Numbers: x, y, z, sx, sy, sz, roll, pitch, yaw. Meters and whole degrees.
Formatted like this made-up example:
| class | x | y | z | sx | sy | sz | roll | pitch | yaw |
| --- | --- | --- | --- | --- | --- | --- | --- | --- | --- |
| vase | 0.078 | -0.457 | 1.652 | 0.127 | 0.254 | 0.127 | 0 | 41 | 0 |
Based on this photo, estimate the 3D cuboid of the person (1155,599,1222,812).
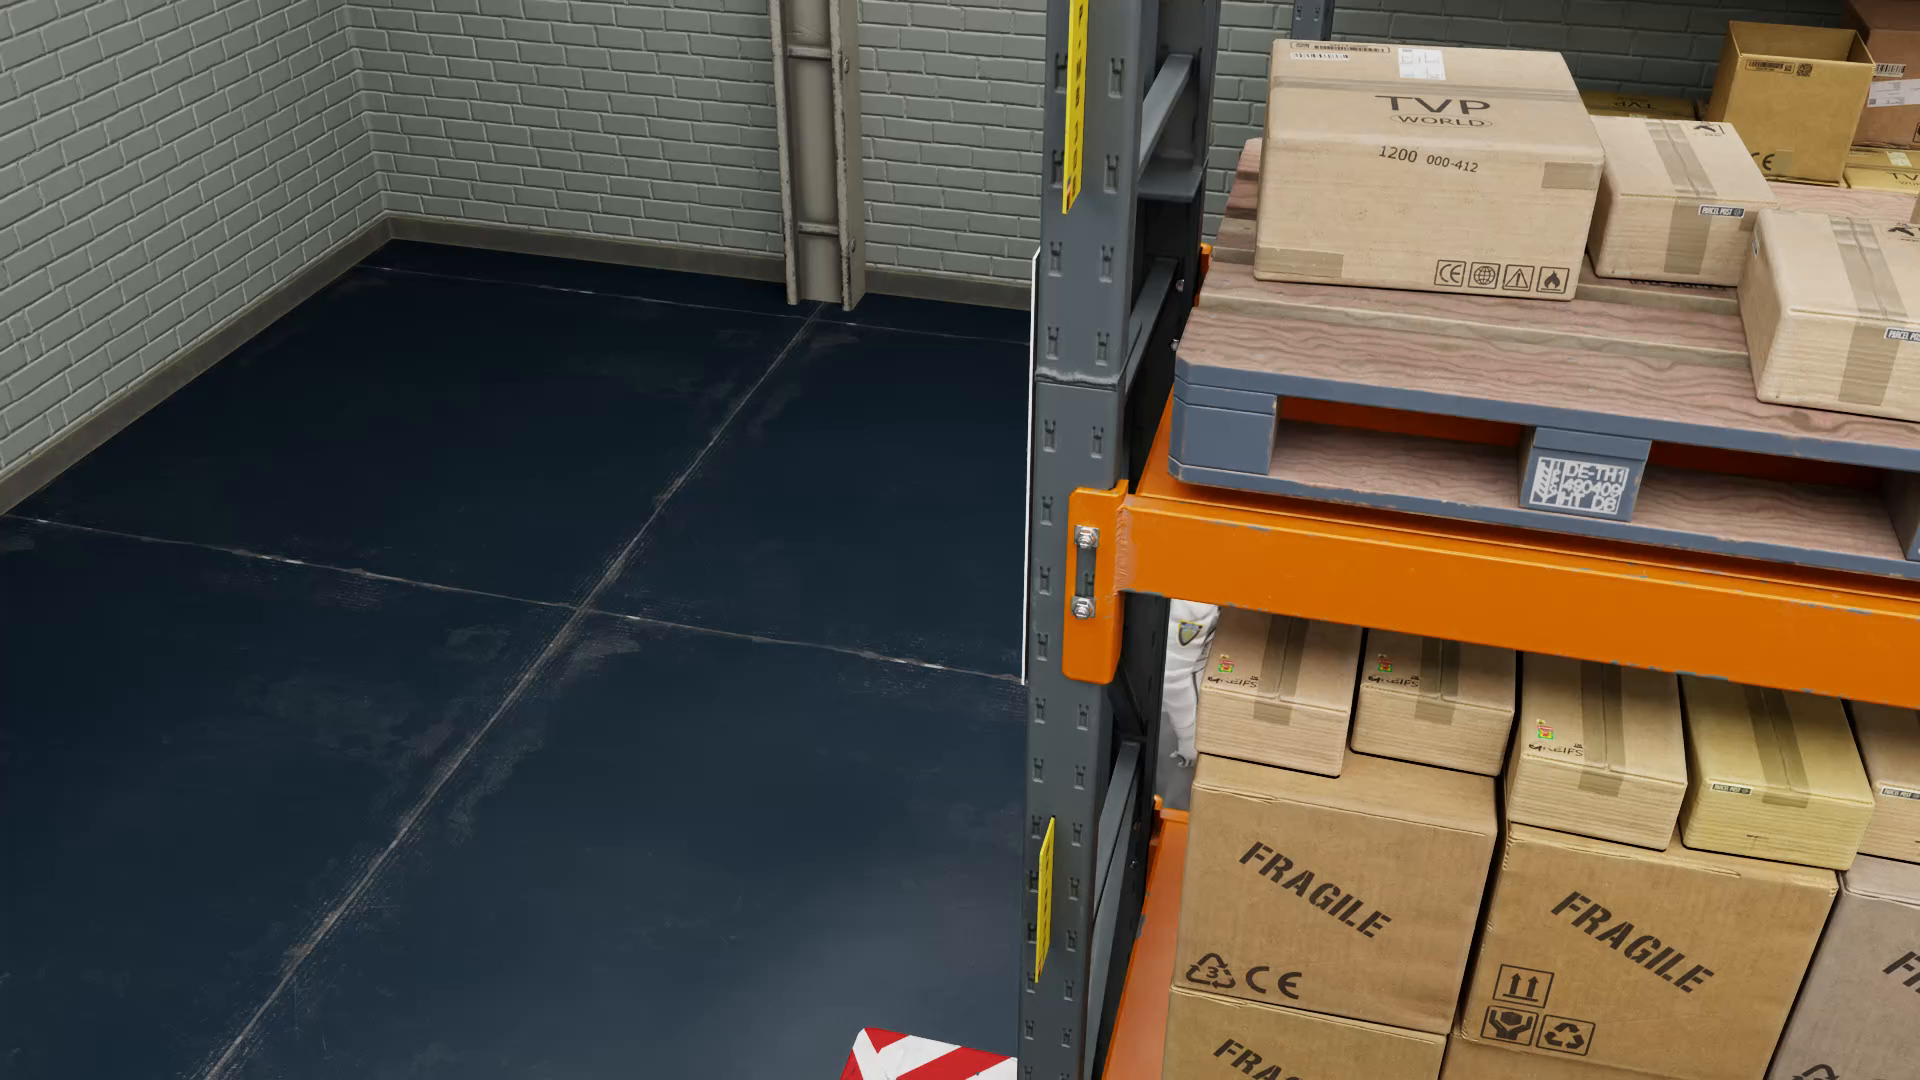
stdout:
| class | x | y | z | sx | sy | sz | roll | pitch | yaw |
| --- | --- | --- | --- | --- | --- | --- | --- | --- | --- |
| person | 0.748 | 0.495 | 5.374 | 0.415 | 1.663 | 0.544 | 6 | 34 | 9 |
